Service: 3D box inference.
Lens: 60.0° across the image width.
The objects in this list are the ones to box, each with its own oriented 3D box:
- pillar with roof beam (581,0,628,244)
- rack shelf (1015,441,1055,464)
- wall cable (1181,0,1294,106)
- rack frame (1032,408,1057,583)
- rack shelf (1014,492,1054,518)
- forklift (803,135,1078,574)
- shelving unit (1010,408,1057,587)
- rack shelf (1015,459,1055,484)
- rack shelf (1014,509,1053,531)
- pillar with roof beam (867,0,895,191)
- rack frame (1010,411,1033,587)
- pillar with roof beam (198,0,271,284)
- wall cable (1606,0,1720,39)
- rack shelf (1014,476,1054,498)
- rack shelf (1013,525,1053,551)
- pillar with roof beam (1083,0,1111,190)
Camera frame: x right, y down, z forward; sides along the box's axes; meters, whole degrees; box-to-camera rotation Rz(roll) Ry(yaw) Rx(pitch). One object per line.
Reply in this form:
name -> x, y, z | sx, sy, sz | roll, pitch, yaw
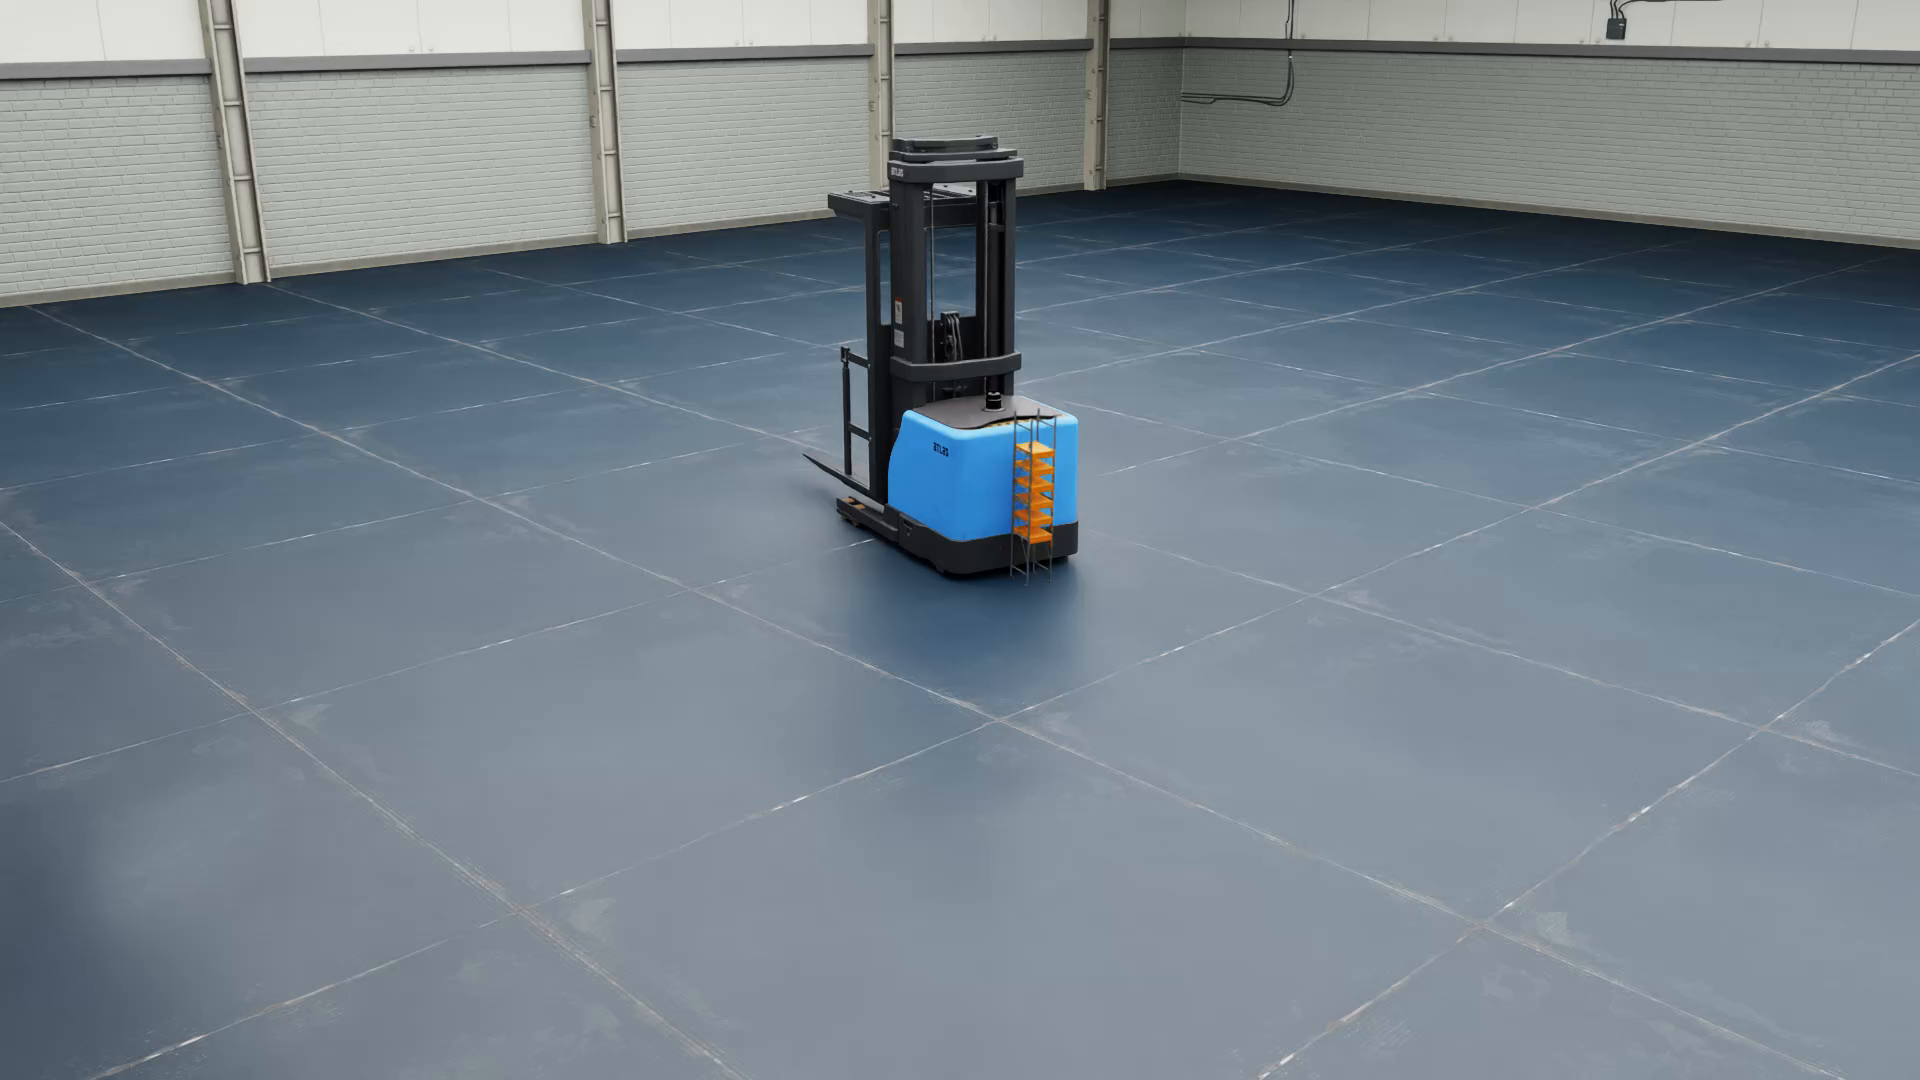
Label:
pillar with roof beam -> -2.870, -8.312, 23.532 | 0.400, 9.000, 9.100 | -16, 24, -41
rack shelf -> 0.505, -0.587, 11.314 | 0.180, 0.103, 0.258 | -10, 22, -27
wall cable -> 5.941, -10.671, 35.840 | 0.112, 2.526, 3.097 | -16, 24, -41
rack frame -> 0.581, -0.303, 11.461 | 0.006, 1.200, 0.240 | -10, 22, -27
rack shelf -> 0.500, -0.248, 11.434 | 0.180, 0.103, 0.258 | -10, 22, -27
forklift -> -0.305, -1.564, 12.556 | 1.130, 2.935, 3.031 | -10, 20, -27
shelving unit -> 0.500, -0.290, 11.419 | 0.189, 1.200, 0.258 | -10, 22, -27
rack shelf -> 0.503, -0.474, 11.354 | 0.180, 0.103, 0.258 | -10, 22, -27
rack shelf -> 0.498, -0.135, 11.474 | 0.180, 0.103, 0.258 | -10, 22, -27
pillar with roof beam -> 1.489, -9.584, 27.453 | 0.400, 9.000, 9.100 | -16, 24, -41
rack frame -> 0.420, -0.276, 11.378 | 0.006, 1.200, 0.240 | -10, 22, -27
pillar with roof beam -> -7.230, -7.041, 19.610 | 0.400, 9.000, 9.100 | -16, 24, -41
wall cable -> 12.451, -11.635, 28.265 | 0.169, 6.003, 2.305 | -16, 24, -41
rack shelf -> 0.501, -0.361, 11.394 | 0.180, 0.103, 0.258 | -10, 22, -27
rack shelf -> 0.496, -0.022, 11.514 | 0.180, 0.103, 0.258 | -10, 22, -27
pillar with roof beam -> 5.849, -10.855, 31.374 | 0.400, 9.000, 9.100 | -16, 24, -41
